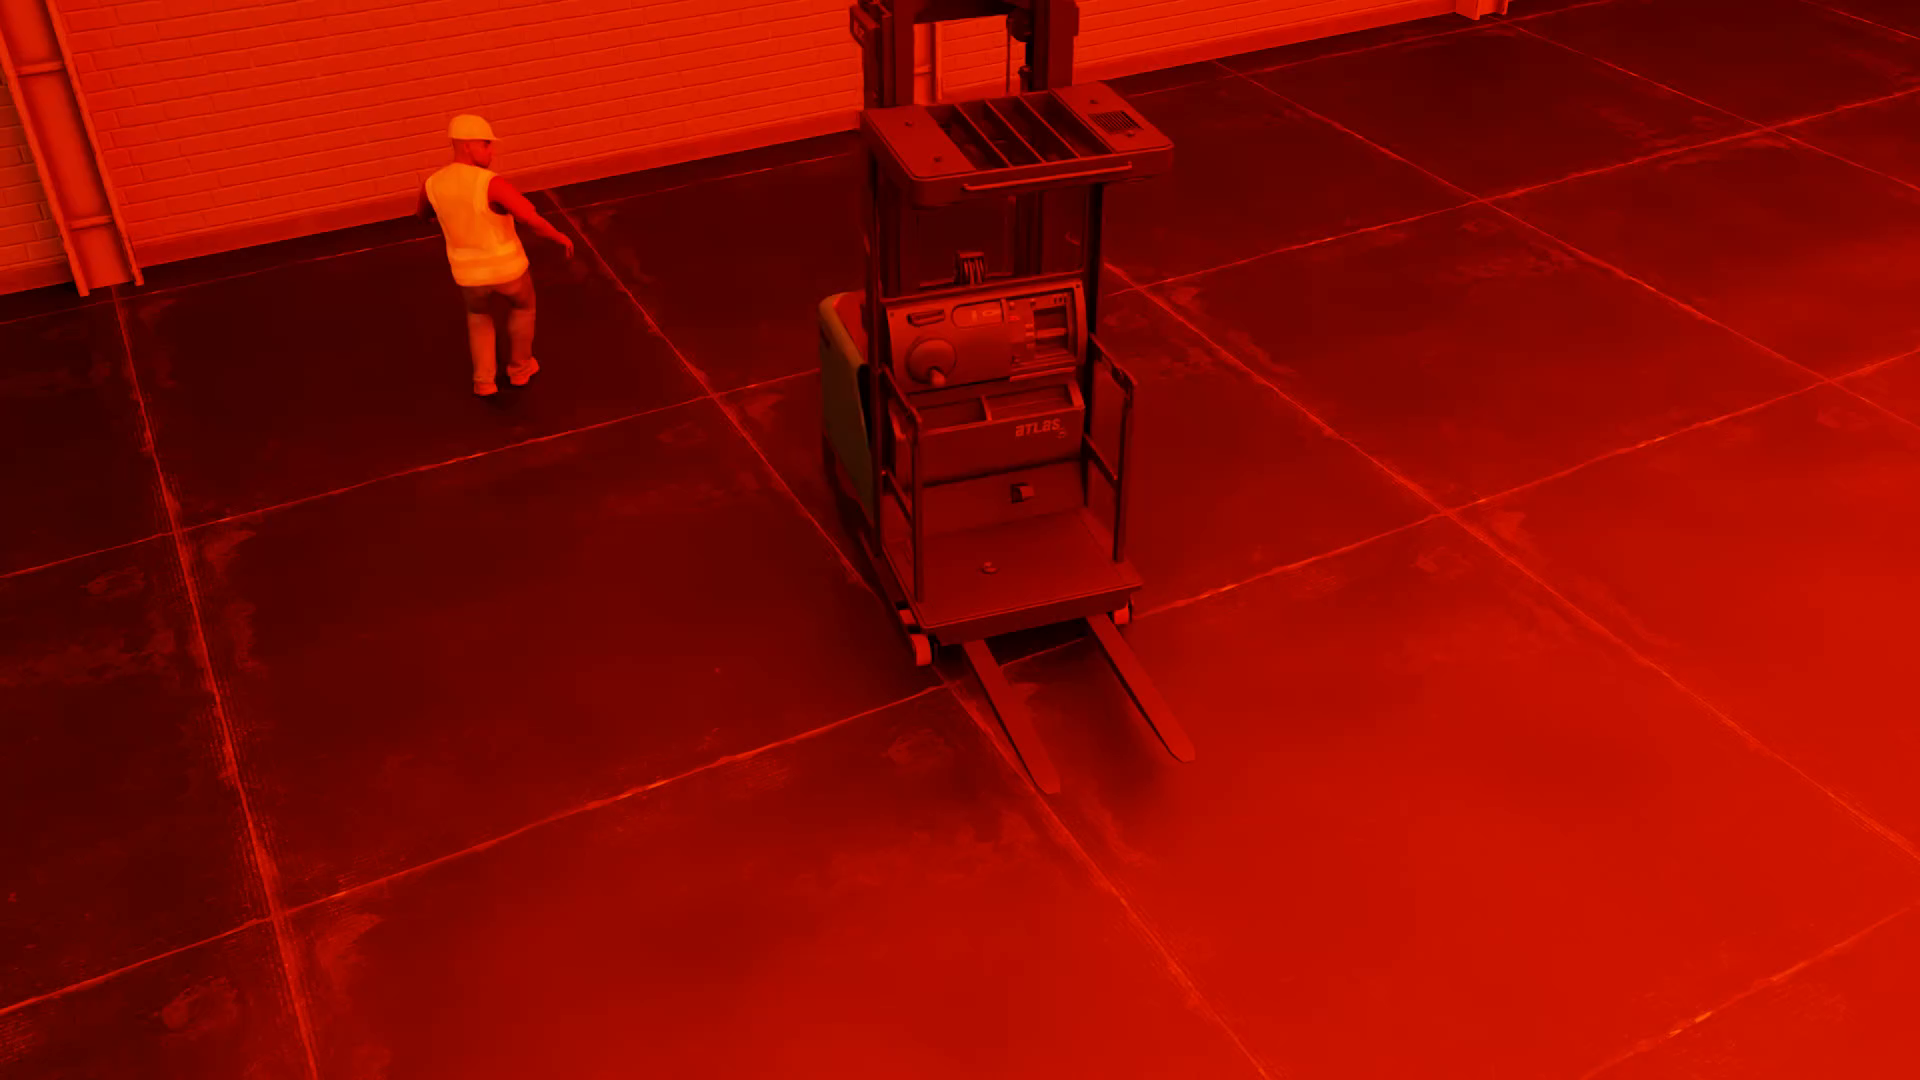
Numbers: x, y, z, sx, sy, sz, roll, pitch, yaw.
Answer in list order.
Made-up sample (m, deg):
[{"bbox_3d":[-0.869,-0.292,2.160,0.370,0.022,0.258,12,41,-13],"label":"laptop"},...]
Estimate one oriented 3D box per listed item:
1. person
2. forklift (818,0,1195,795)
[{"bbox_3d":[-2.652,-1.656,9.562,0.874,1.656,0.749,2,35,3],"label":"person"},{"bbox_3d":[0.196,-0.863,7.344,1.130,2.935,3.031,-11,37,-15],"label":"forklift"}]
